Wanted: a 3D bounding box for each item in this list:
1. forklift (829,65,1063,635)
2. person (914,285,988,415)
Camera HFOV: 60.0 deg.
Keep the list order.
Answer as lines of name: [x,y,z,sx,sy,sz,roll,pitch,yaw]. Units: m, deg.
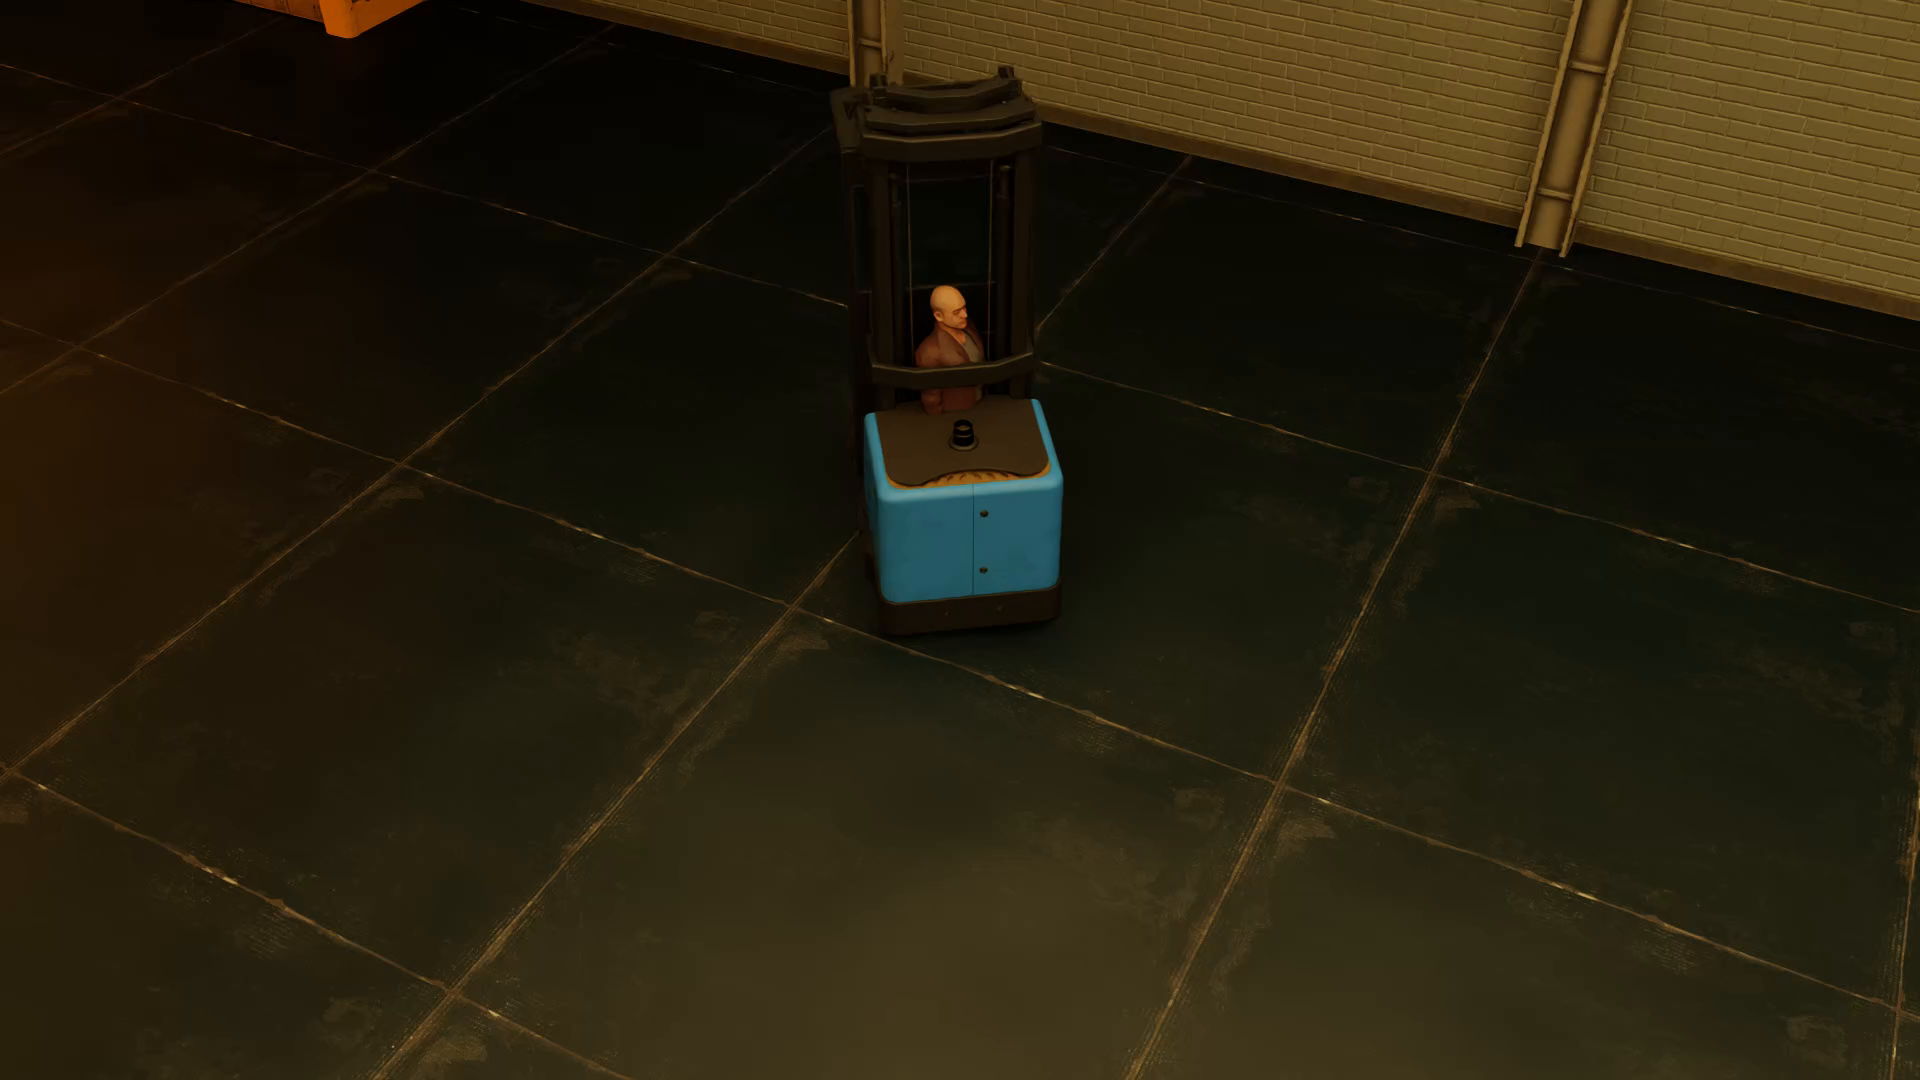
forklift: [-0.143,-1.526,9.799,1.130,2.935,3.031,-5,40,-6]
person: [0.071,-0.687,9.638,0.543,1.700,0.553,18,43,21]
